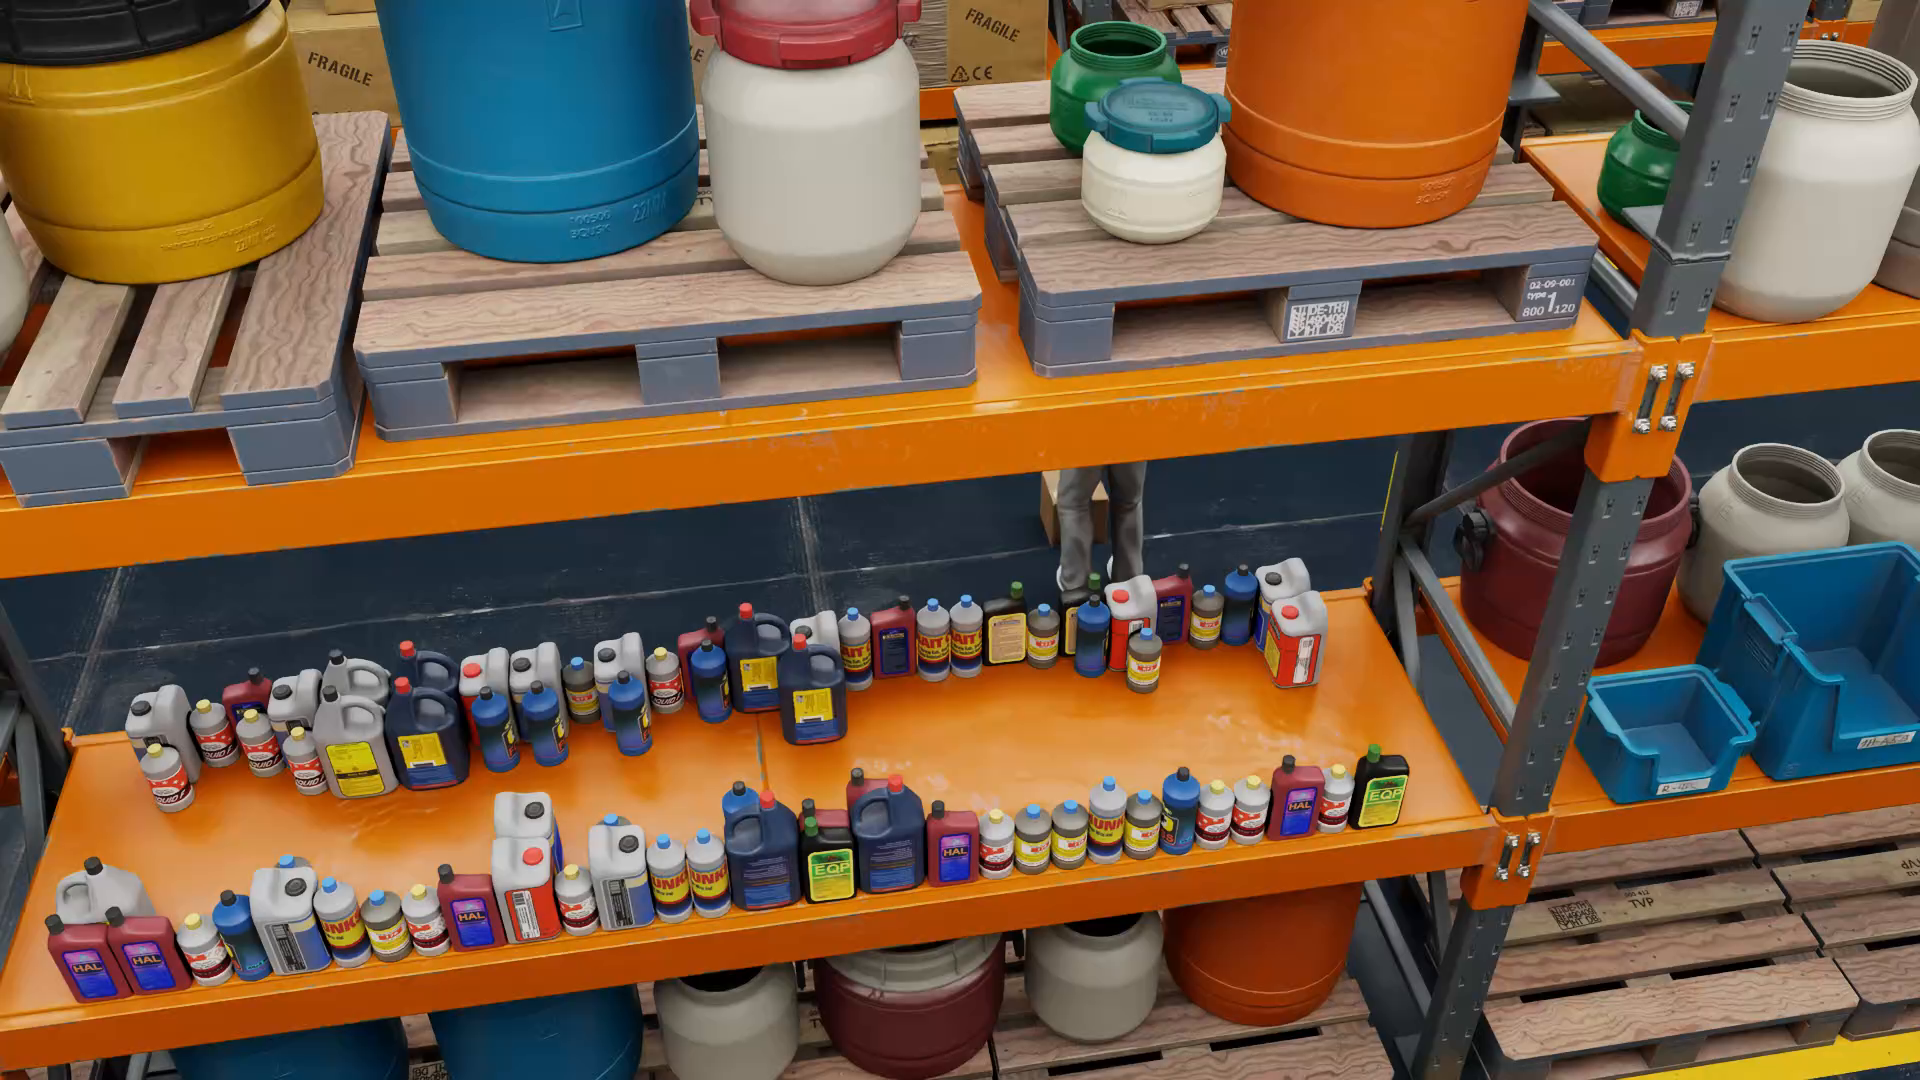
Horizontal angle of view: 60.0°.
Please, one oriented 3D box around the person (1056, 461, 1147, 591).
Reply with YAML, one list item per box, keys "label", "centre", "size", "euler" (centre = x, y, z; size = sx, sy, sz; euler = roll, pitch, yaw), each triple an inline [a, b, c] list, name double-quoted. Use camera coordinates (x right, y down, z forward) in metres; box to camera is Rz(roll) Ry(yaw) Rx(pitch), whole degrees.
- label: "person"
  centre: [0.577, -0.417, 6.683]
  size: [0.443, 1.670, 0.368]
  euler: [-6, 39, -7]
